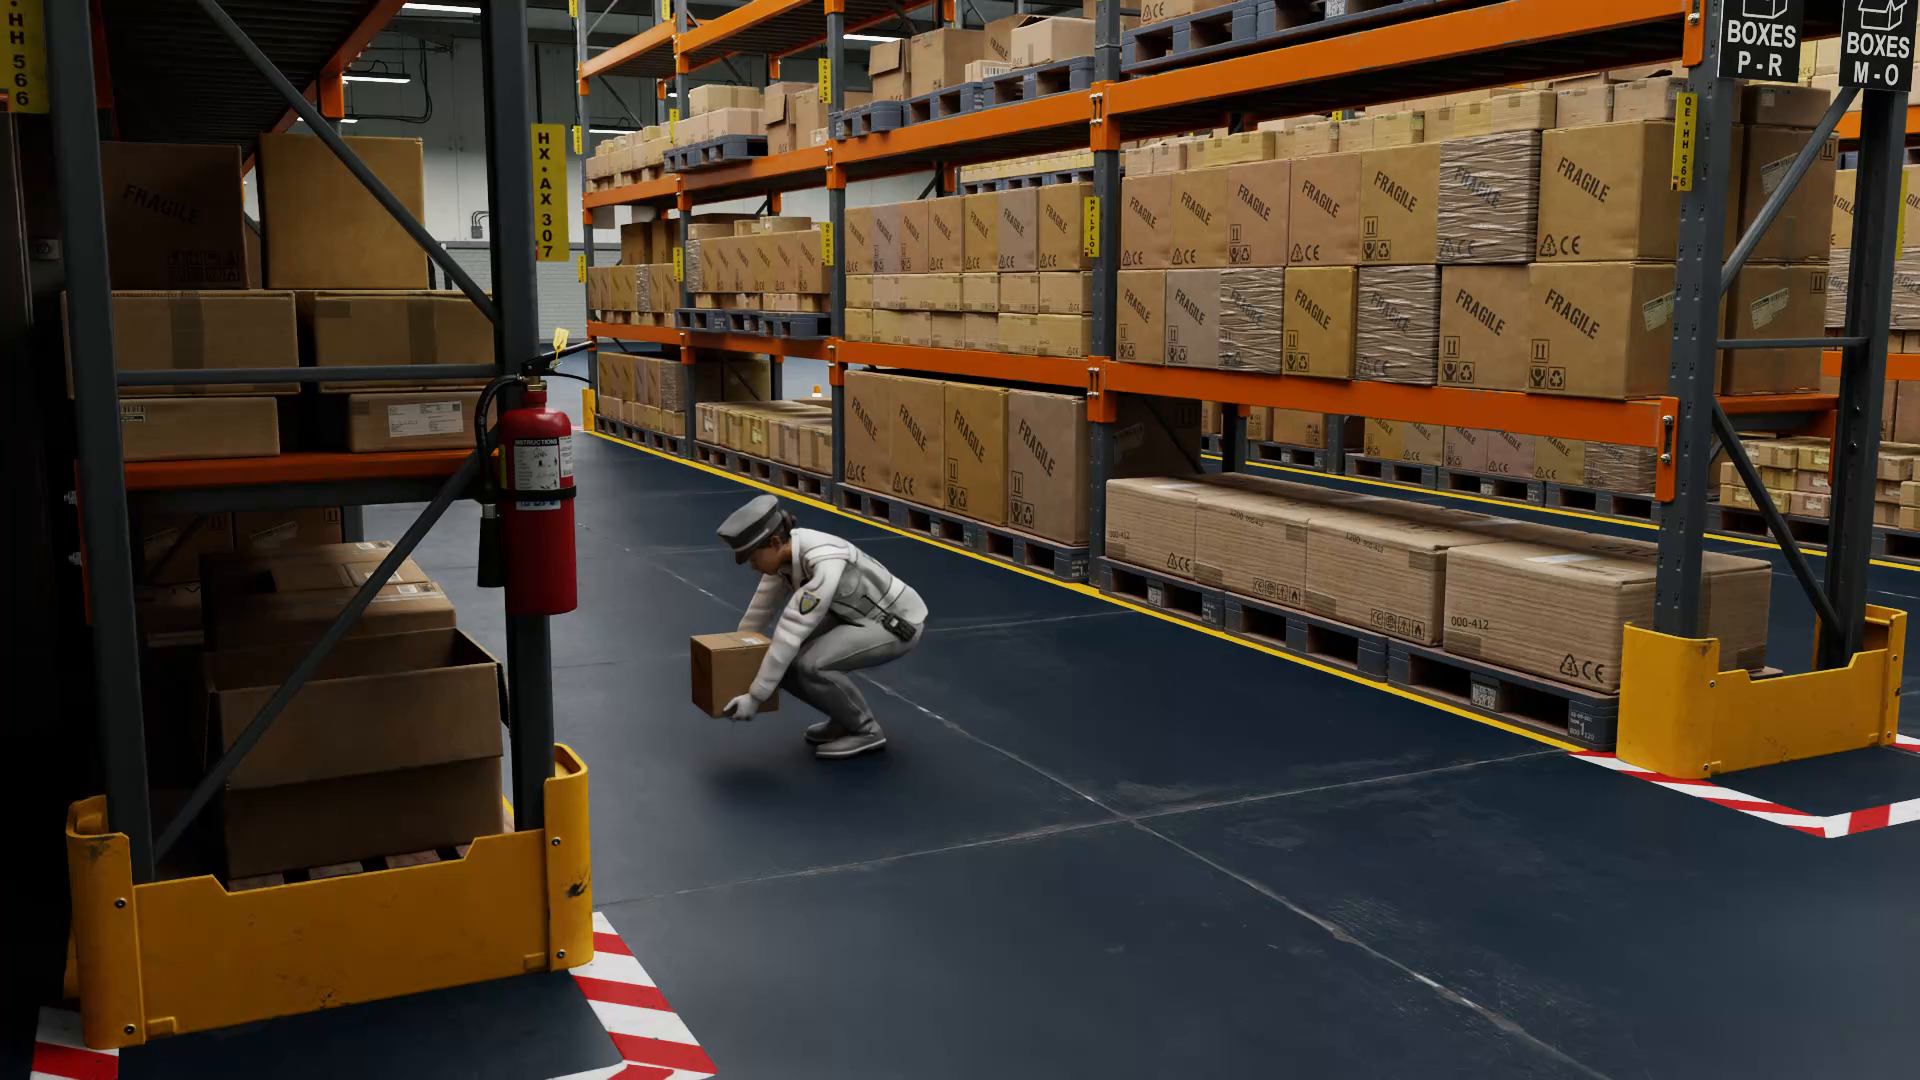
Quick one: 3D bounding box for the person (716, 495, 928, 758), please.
[{"bbox_3d":[-0.522,0.307,6.140,0.836,0.985,0.465,-4,10,-27],"label":"person"}]
